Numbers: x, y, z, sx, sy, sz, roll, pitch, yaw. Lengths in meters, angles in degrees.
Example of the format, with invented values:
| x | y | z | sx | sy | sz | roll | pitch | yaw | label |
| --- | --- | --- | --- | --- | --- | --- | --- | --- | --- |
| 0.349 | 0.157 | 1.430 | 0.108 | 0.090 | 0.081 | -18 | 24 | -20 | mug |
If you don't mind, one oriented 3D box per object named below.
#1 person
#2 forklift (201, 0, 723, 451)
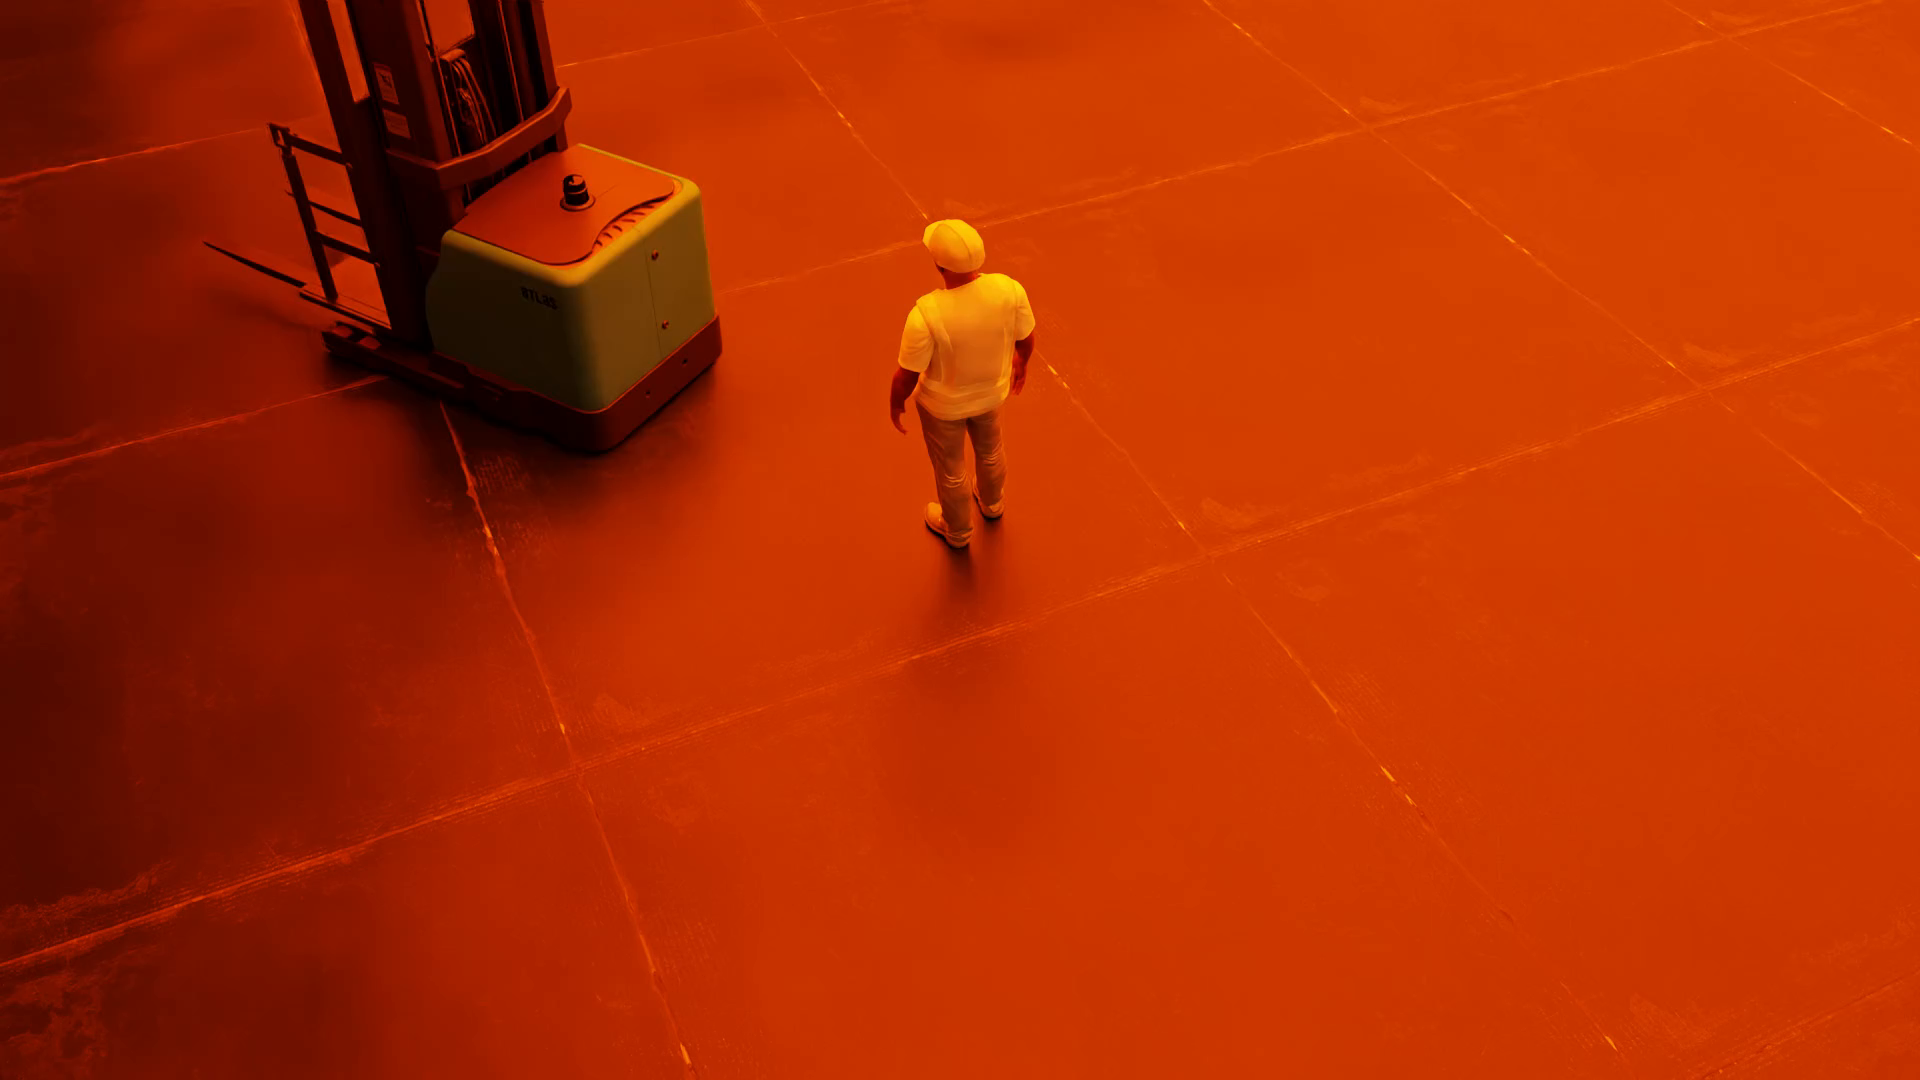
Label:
| x | y | z | sx | sy | sz | roll | pitch | yaw | label |
| --- | --- | --- | --- | --- | --- | --- | --- | --- | --- |
| -0.024 | -0.696 | 7.269 | 0.665 | 1.768 | 0.575 | -18 | 46 | -18 | person |
| -2.785 | -2.266 | 8.108 | 3.031 | 2.935 | 1.130 | 22 | 47 | 22 | forklift |
